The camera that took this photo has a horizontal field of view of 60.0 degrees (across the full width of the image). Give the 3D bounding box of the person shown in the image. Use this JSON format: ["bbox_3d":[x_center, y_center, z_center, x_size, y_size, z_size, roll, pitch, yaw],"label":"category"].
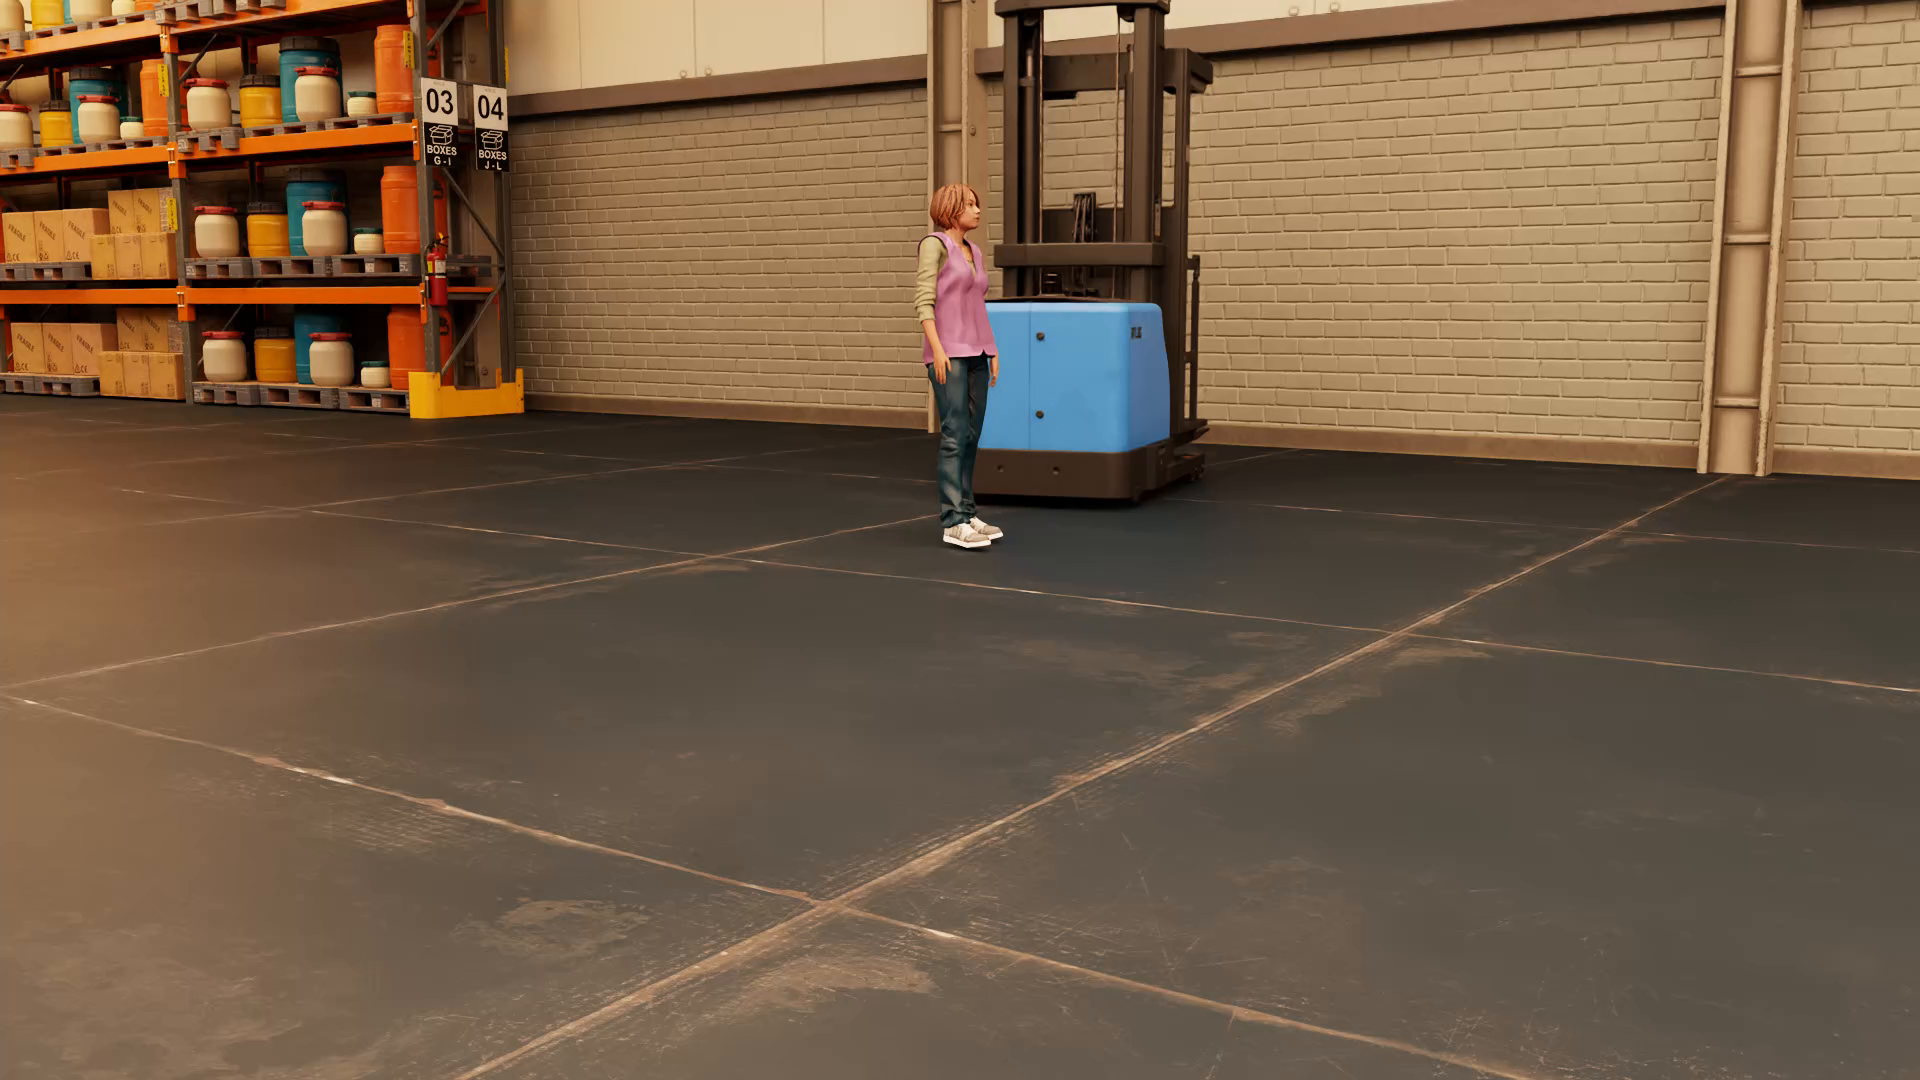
[{"bbox_3d":[0.054,-0.790,7.438,0.473,1.599,0.521,5,10,34],"label":"person"}]

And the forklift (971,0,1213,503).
[{"bbox_3d":[0.872,-1.813,9.944,1.130,2.935,3.031,3,9,20],"label":"forklift"}]
